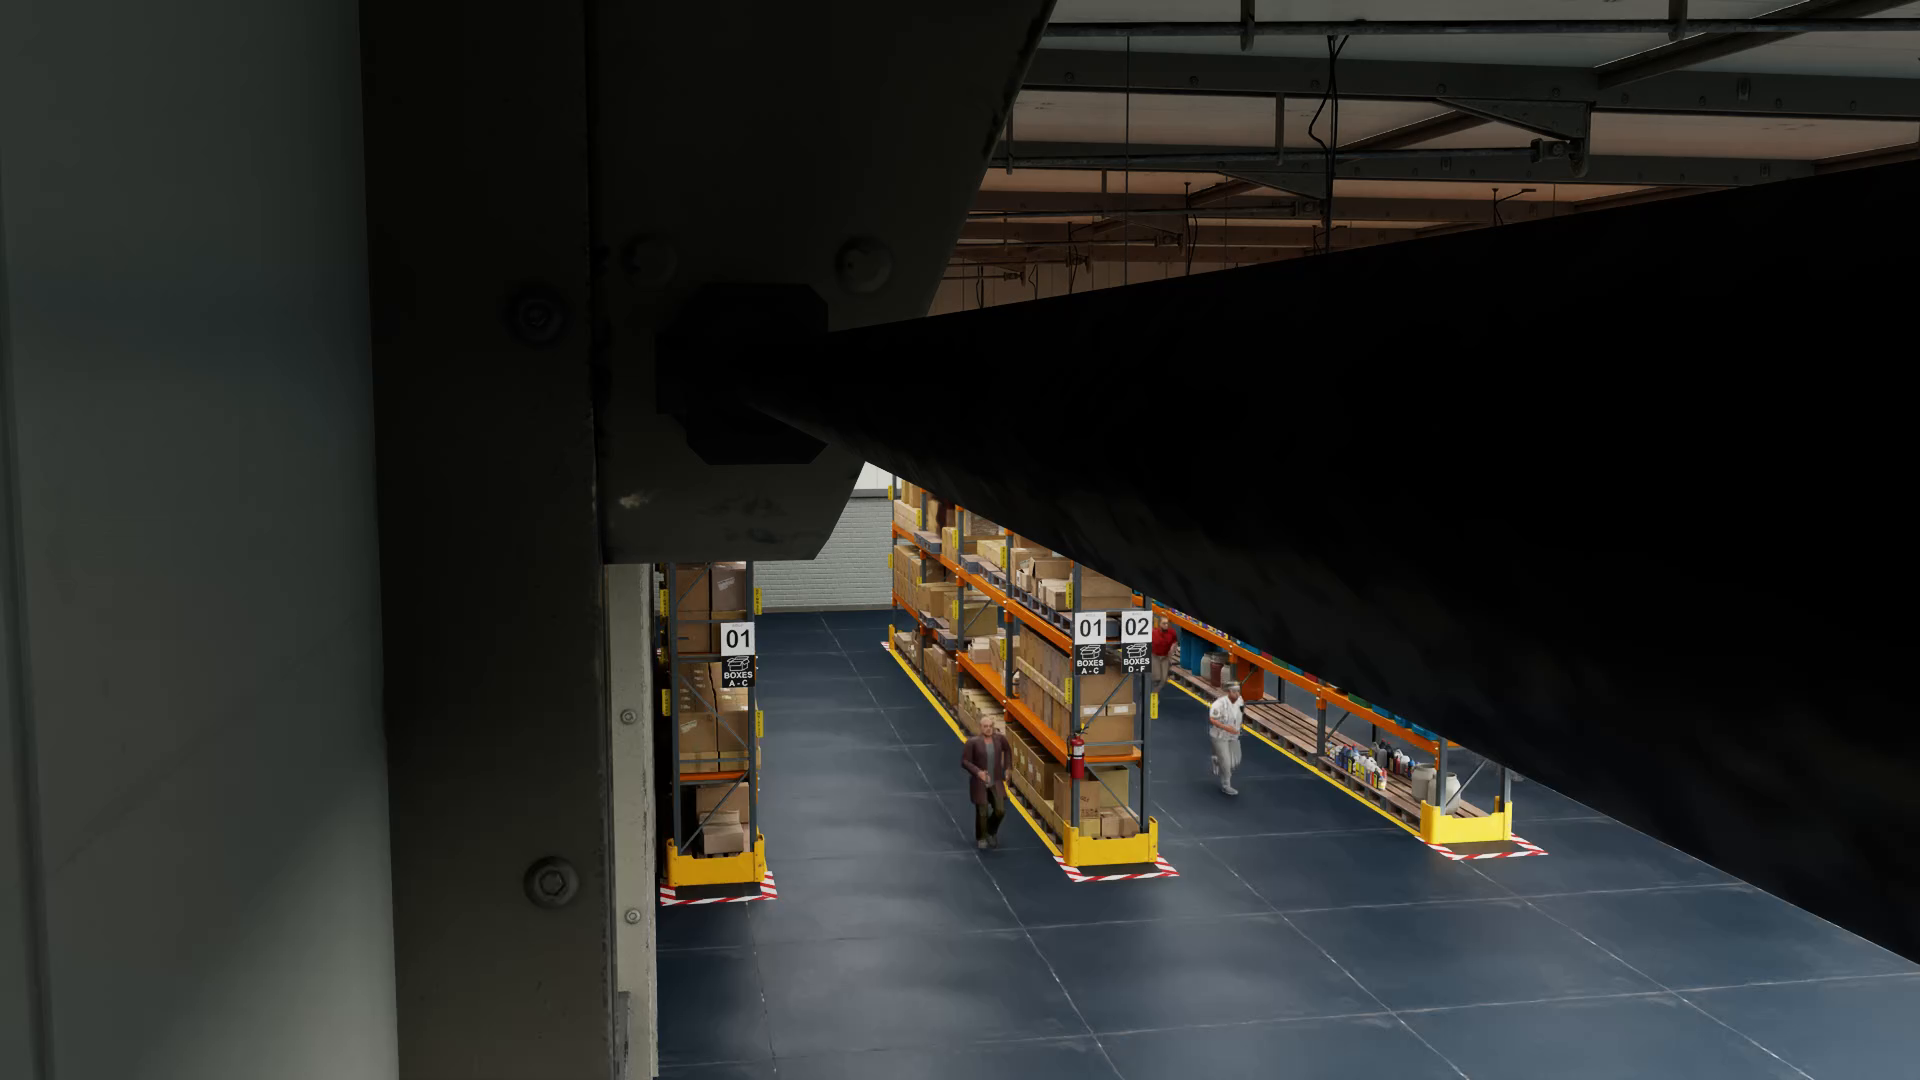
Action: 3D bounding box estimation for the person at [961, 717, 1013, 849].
[{"bbox_3d":[0.377,3.150,21.428,0.728,1.759,0.677,-2,6,-16],"label":"person"}]

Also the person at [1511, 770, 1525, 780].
[{"bbox_3d":[8.569,2.837,24.882,0.562,1.608,0.788,-5,8,-37],"label":"person"}]

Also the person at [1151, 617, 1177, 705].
[{"bbox_3d":[3.676,2.218,30.614,0.653,1.654,0.746,-2,6,-18],"label":"person"}]

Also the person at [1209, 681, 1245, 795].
[{"bbox_3d":[3.889,2.863,24.306,0.649,1.714,0.743,-3,7,-25],"label":"person"}]
